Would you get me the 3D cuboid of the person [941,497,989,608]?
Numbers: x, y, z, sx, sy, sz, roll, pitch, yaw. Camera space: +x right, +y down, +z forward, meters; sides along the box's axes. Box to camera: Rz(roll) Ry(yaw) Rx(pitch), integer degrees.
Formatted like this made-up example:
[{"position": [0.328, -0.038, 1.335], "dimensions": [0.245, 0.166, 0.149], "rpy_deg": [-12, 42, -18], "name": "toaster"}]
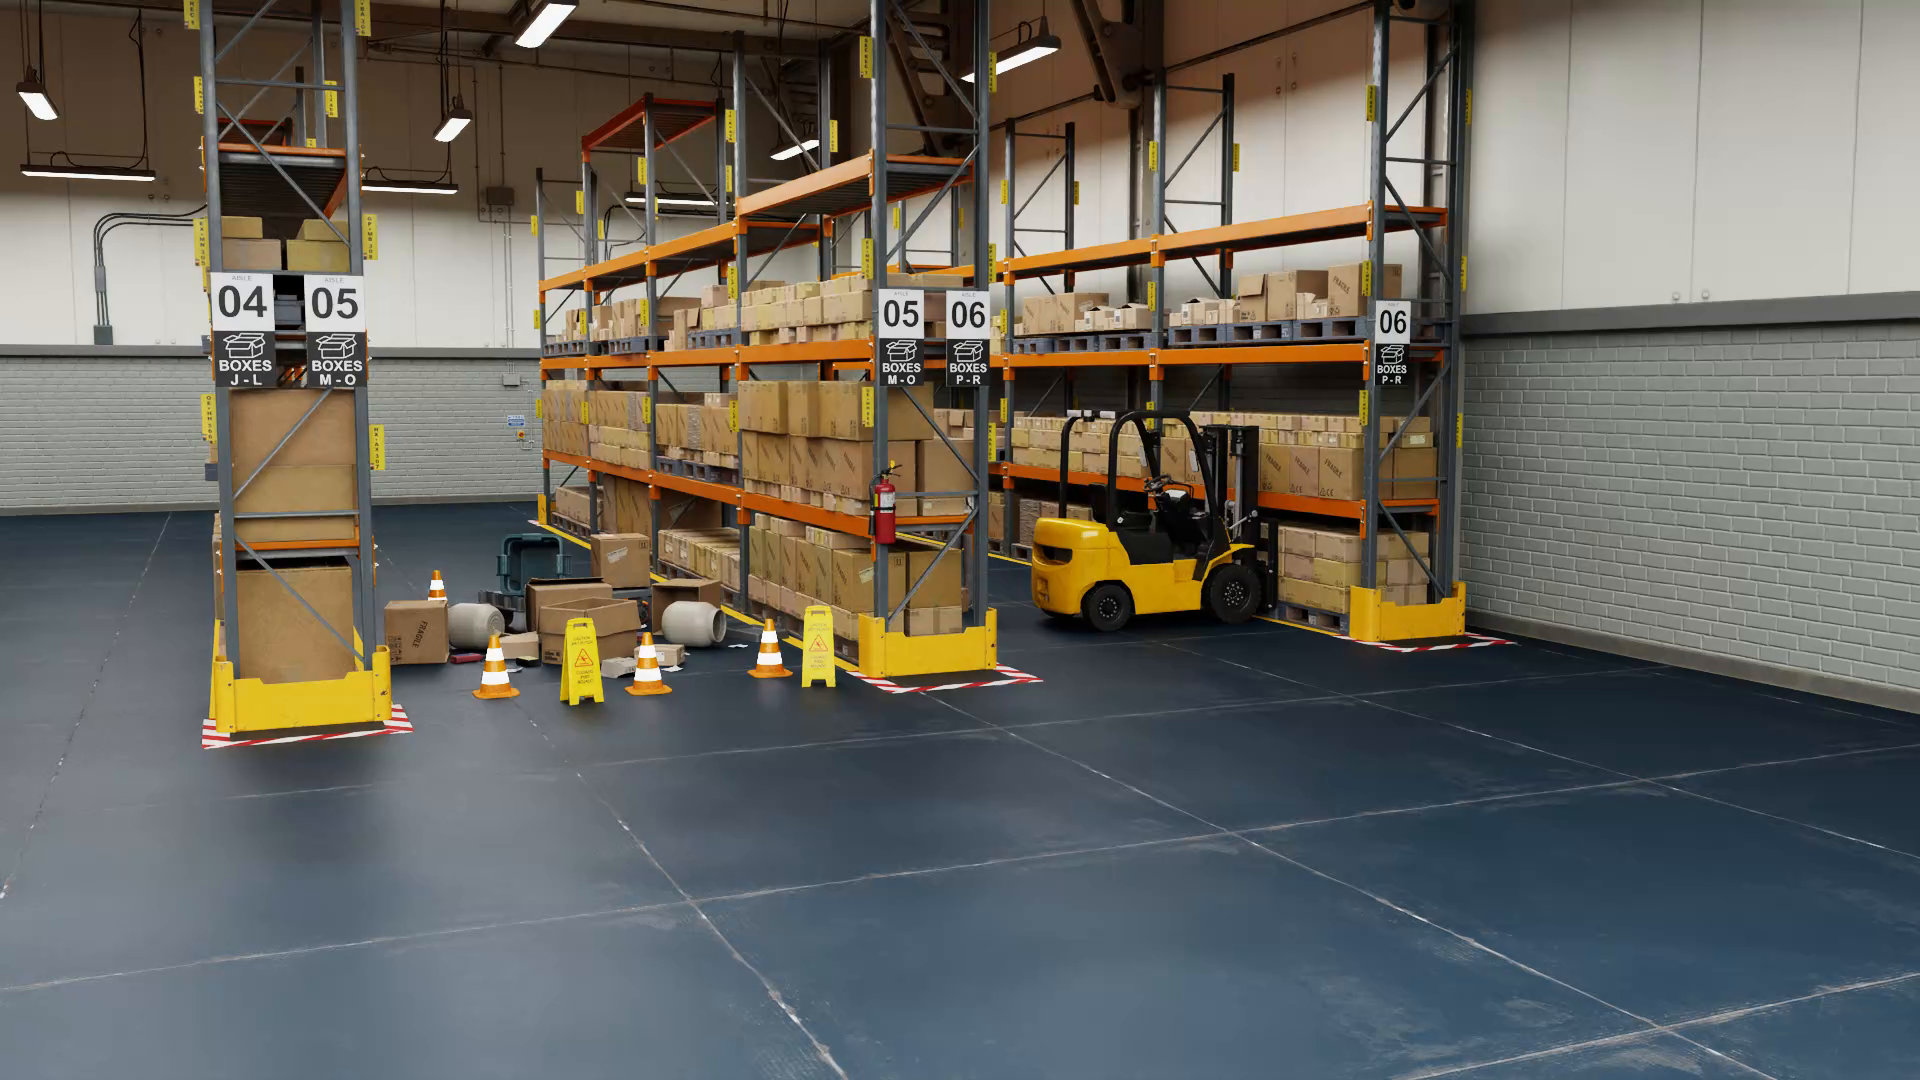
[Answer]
[{"position": [0.005, -0.103, 17.805], "dimensions": [0.569, 1.695, 0.530], "rpy_deg": [4, 7, 34], "name": "person"}]
